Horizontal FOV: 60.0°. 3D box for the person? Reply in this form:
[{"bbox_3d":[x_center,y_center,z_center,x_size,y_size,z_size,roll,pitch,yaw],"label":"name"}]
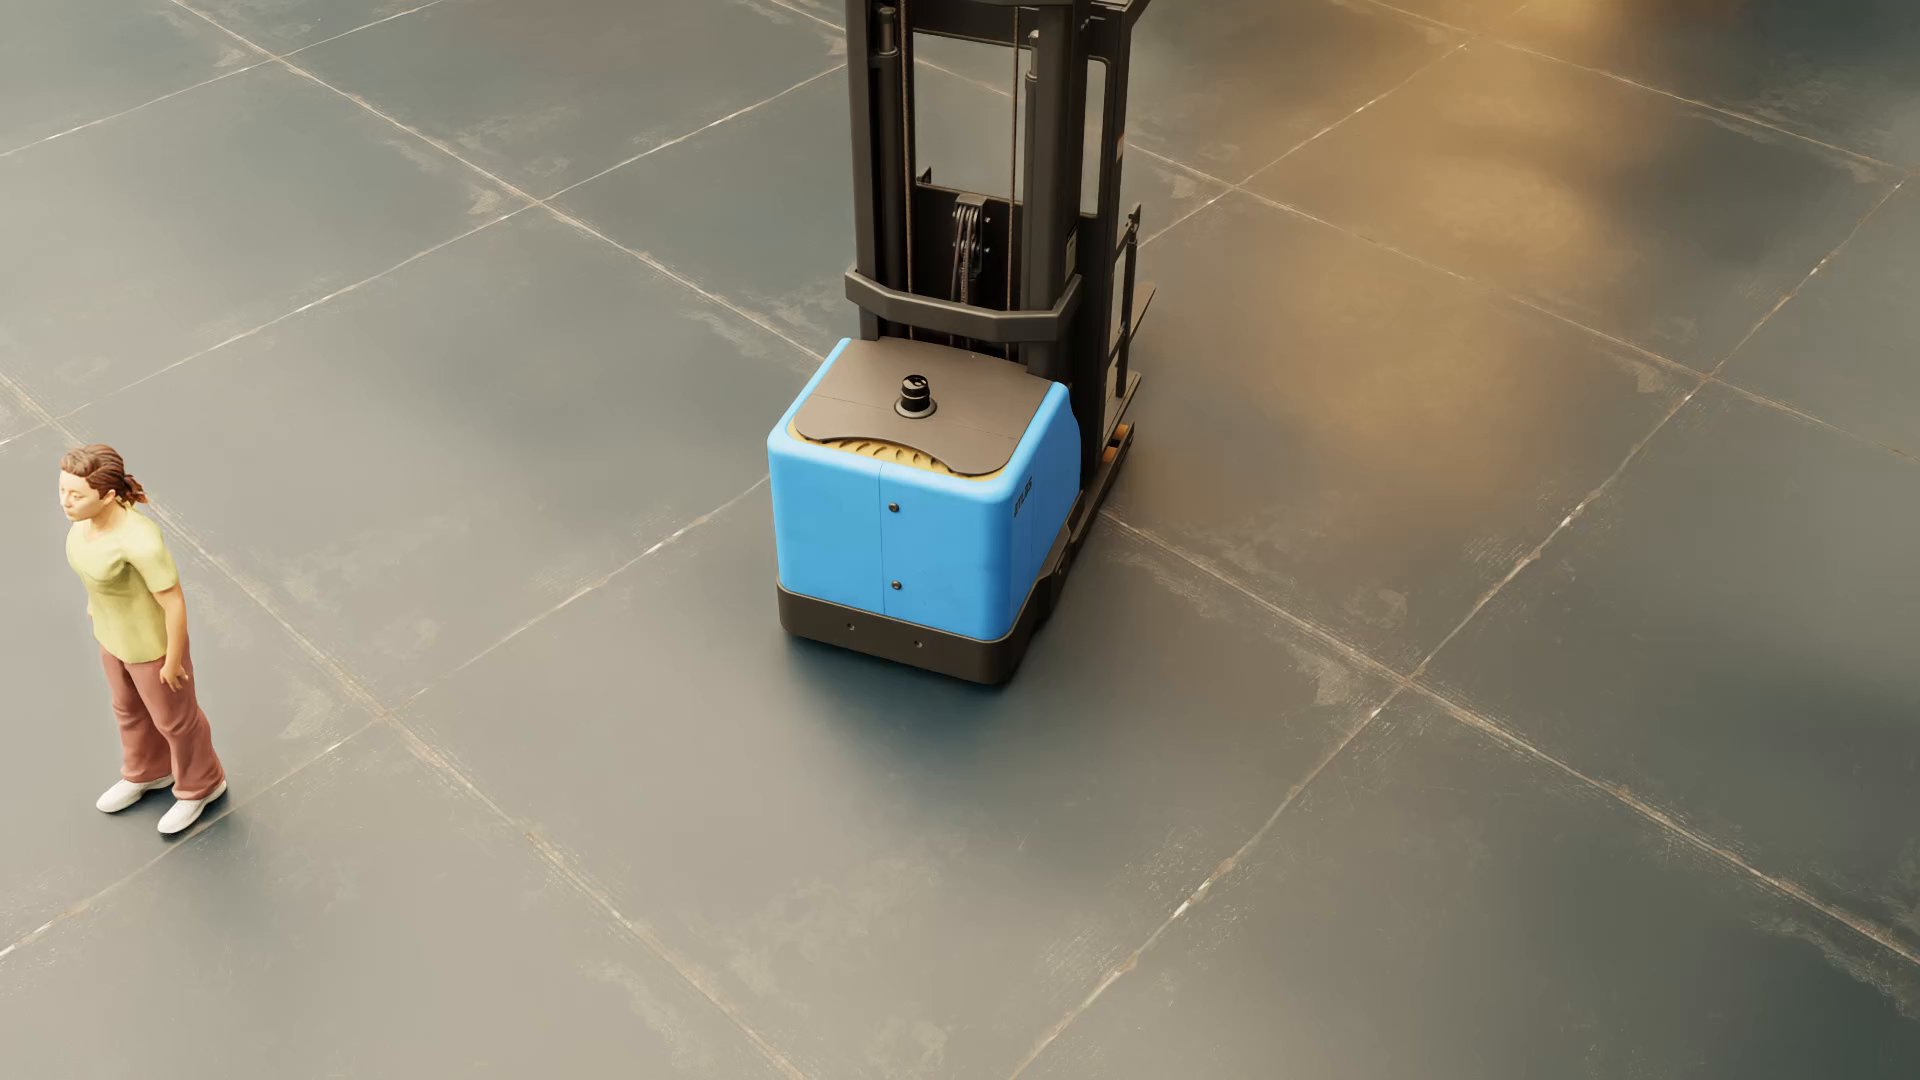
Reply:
[{"bbox_3d":[-2.980,0.384,5.939,0.541,1.679,0.536,28,48,29],"label":"person"}]

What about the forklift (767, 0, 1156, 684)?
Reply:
[{"bbox_3d":[0.211,-1.484,7.158,1.130,2.935,3.031,14,42,15],"label":"forklift"}]
